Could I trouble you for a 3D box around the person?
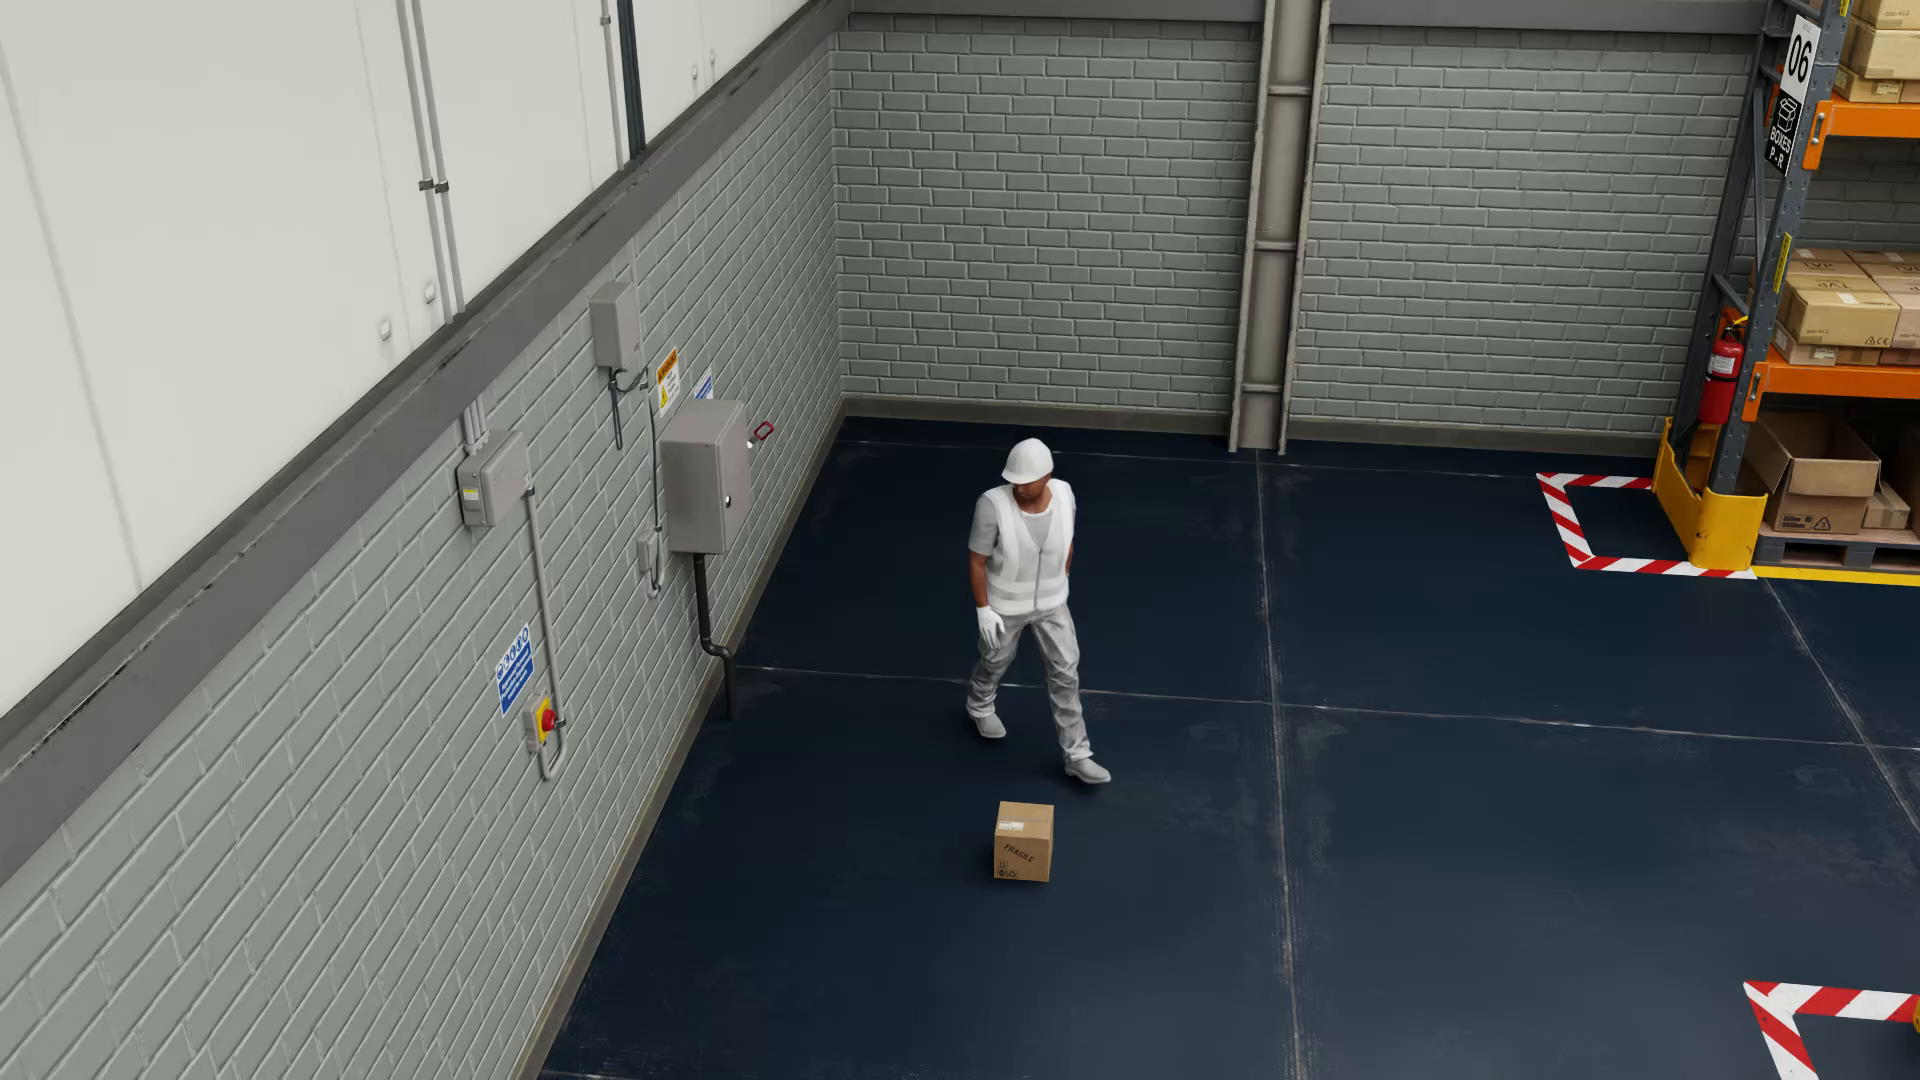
[{"bbox_3d":[0.340,0.323,7.978,0.586,1.750,0.892,-9,30,-17],"label":"person"}]
